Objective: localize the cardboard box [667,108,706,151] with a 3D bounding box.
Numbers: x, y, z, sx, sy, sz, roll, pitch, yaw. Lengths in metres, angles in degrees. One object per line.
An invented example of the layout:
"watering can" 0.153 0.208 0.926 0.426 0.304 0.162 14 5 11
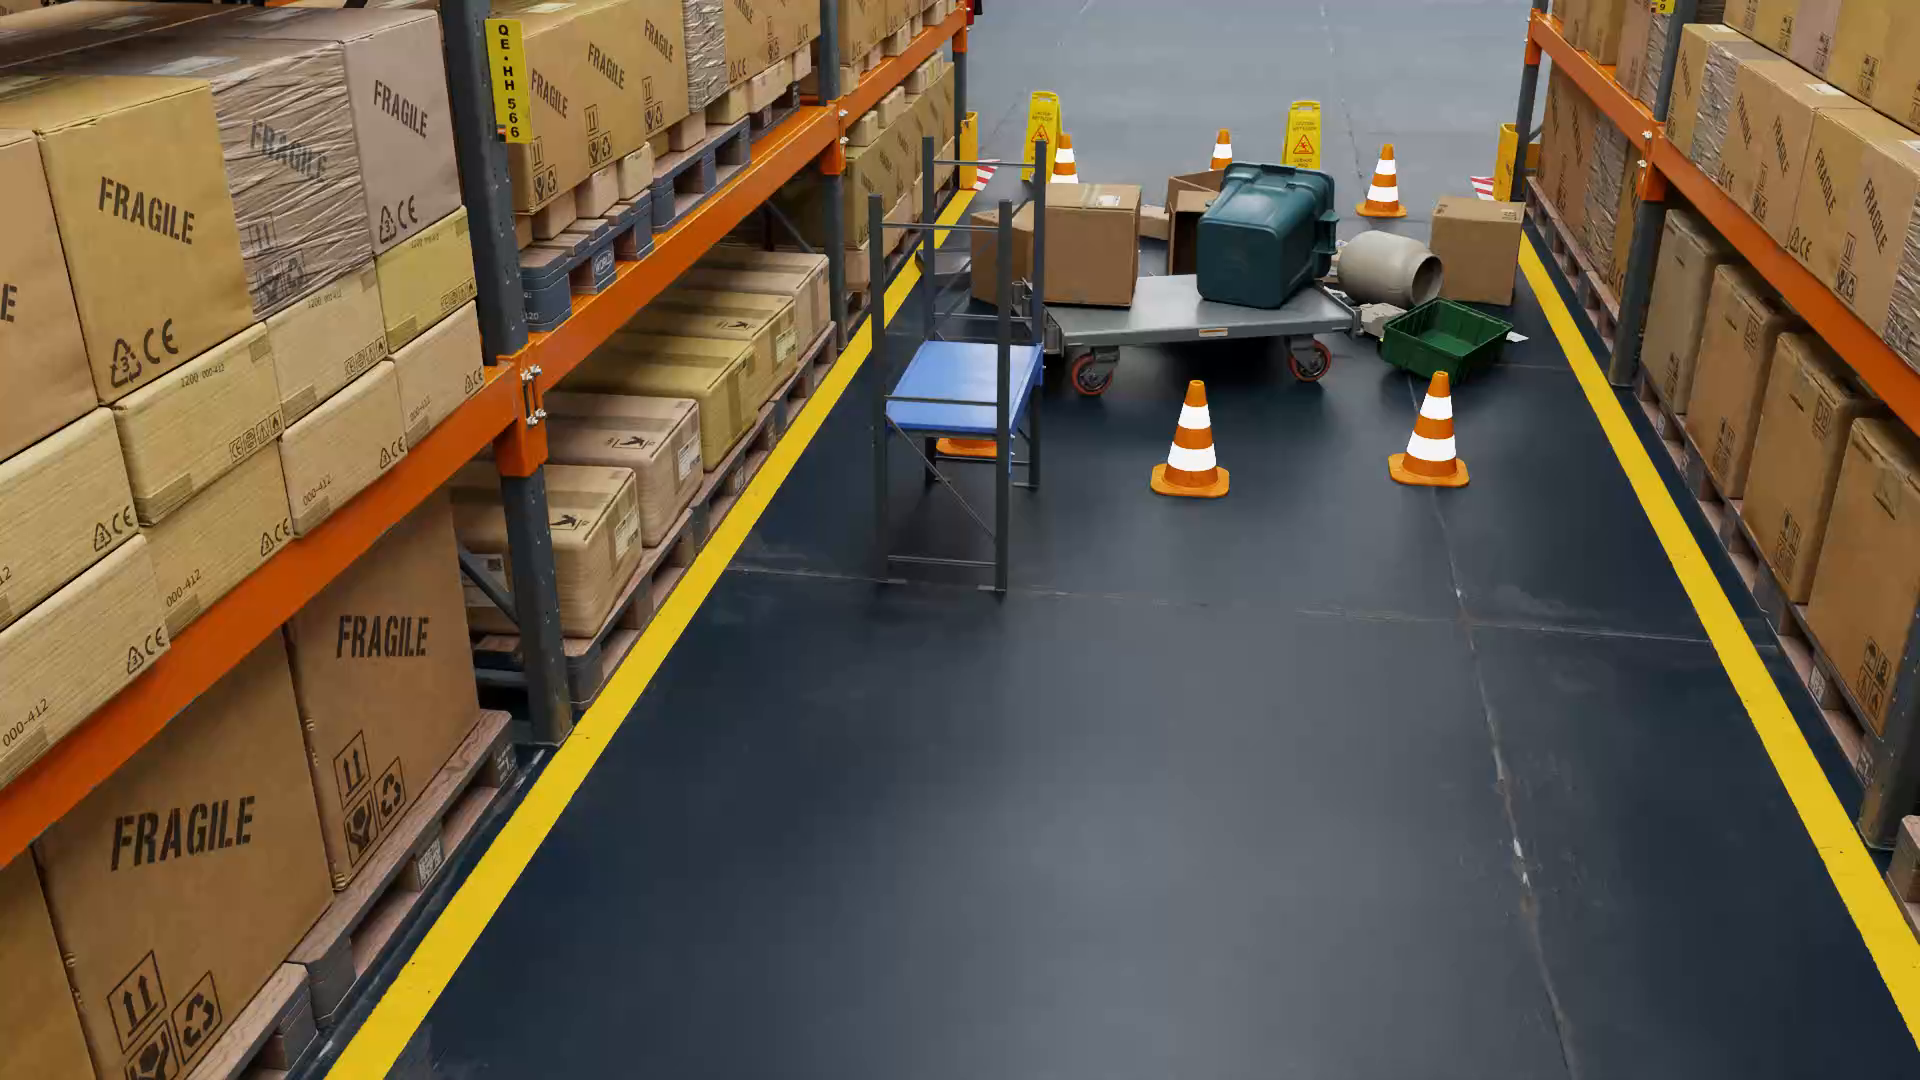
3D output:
"cardboard box" -1.214 -1.619 6.473 0.380 0.149 0.250 5 26 10

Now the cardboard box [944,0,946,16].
"cardboard box" -0.300 -3.589 11.175 0.380 0.149 0.250 4 25 8

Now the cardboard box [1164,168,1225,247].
"cardboard box" 1.756 -2.053 10.542 0.797 0.503 0.637 -14 29 -27

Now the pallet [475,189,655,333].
"pallet" -1.751 -0.966 5.502 1.213 0.211 1.003 4 25 9

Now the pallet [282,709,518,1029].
"pallet" -1.965 0.840 4.706 1.003 0.211 1.213 4 25 9

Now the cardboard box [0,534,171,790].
"cardboard box" -1.810 0.189 2.984 0.500 0.250 0.500 4 25 8

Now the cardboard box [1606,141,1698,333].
"cardboard box" 3.963 -1.606 8.653 0.875 0.875 0.875 4 25 9

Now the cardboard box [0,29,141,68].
"cardboard box" -2.156 -0.848 3.726 0.500 0.500 0.500 4 25 9

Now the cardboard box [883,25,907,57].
"cardboard box" -0.522 -2.951 9.811 0.380 0.149 0.250 4 25 9

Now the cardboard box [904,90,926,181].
"cardboard box" -0.500 -2.596 10.620 0.500 0.500 0.500 3 25 7

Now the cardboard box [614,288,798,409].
"cardboard box" -1.306 -0.900 7.739 0.950 0.372 0.625 6 26 12

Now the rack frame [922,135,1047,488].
"rack frame" 0.097 -0.928 6.962 0.500 1.500 0.032 4 25 9

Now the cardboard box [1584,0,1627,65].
"cardboard box" 4.100 -3.021 9.488 0.875 0.550 0.500 4 25 9

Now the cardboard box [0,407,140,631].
"cardboard box" -1.819 -0.038 2.881 0.500 0.250 0.500 3 25 7

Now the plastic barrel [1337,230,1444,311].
"plastic barrel" 2.464 -1.534 9.527 0.421 0.421 0.512 -20 32 -36

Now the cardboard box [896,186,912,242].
"cardboard box" -0.585 -2.039 10.317 0.500 0.250 0.500 4 25 8

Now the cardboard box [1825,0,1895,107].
"cardboard box" 3.467 -1.772 5.700 0.700 0.500 0.500 4 25 8

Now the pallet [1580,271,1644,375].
"pallet" 3.993 -1.169 8.999 1.003 0.211 1.213 4 25 9

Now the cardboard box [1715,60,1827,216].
"cardboard box" 3.274 -1.544 6.391 0.500 0.500 0.500 4 25 8

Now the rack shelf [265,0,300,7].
"rack shelf" -5.679 -3.273 11.054 1.077 0.370 4.000 4 25 9

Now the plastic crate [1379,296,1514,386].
"plastic crate" 2.527 -1.036 8.673 0.450 0.188 0.662 29 36 30

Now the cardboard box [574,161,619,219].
"cardboard box" -1.356 -1.174 5.521 0.380 0.149 0.250 2 25 5

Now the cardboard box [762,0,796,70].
"cardboard box" -1.037 -2.374 7.319 0.500 0.500 0.500 4 25 9

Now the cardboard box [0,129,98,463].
"cardboard box" -1.842 -0.378 2.721 0.500 0.500 0.500 4 25 8

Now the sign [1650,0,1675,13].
"sign" 3.244 -2.585 7.621 0.100 0.325 0.005 4 25 9

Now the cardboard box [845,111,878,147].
"cardboard box" -0.666 -2.275 9.170 0.380 0.149 0.250 4 25 9

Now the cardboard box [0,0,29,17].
"cardboard box" -5.676 -2.976 9.451 0.500 0.500 0.500 3 25 7

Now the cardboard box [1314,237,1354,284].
"cardboard box" 2.255 -1.728 10.128 0.396 0.266 0.258 8 26 18

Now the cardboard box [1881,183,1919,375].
"cardboard box" 2.946 -0.699 4.587 0.500 0.500 0.500 4 25 9

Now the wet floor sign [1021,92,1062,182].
"wet floor sign" 0.632 -3.032 12.467 0.267 0.644 0.232 13 28 26

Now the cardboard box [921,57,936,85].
"cardboard box" -0.366 -3.055 10.838 0.380 0.149 0.250 4 25 9

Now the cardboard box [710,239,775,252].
"cardboard box" -1.277 -1.631 9.445 0.500 0.250 0.500 5 26 11

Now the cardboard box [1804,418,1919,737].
"cardboard box" 3.326 0.134 5.085 1.050 0.750 0.750 4 25 8

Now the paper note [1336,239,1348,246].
"paper note" 2.521 -1.926 10.832 0.144 0.017 0.142 13 28 26

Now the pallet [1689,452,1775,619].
"pallet" 3.543 -0.017 6.538 1.003 0.211 1.213 4 25 9

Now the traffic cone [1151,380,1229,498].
"traffic cone" 1.009 -0.465 7.198 0.336 0.463 0.334 4 25 9

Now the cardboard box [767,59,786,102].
"cardboard box" -0.987 -2.043 7.378 0.380 0.149 0.250 4 25 8

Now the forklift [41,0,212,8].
"forklift" -3.069 -1.391 6.264 1.130 2.935 3.031 4 25 9

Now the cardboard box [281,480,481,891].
"cardboard box" -1.957 0.308 4.565 0.875 0.875 0.875 4 25 8

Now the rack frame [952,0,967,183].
"rack frame" -0.455 -4.093 11.957 1.000 3.000 0.127 4 25 9

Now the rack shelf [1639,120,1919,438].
"rack shelf" 3.465 -0.957 6.106 1.077 0.370 4.000 4 25 9

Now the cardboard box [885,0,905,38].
"cardboard box" -0.608 -3.186 9.549 0.500 0.500 0.500 4 25 8

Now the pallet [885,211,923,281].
"pallet" -0.837 -1.953 10.672 1.003 0.211 1.213 4 25 9

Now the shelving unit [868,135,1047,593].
"shelving unit" 0.014 -0.715 6.508 0.538 1.500 1.048 4 25 9

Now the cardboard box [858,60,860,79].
"cardboard box" -0.750 -2.525 8.903 0.380 0.149 0.250 5 26 10

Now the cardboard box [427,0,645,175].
"cardboard box" -1.382 -1.508 5.470 0.500 0.500 0.500 5 26 11
